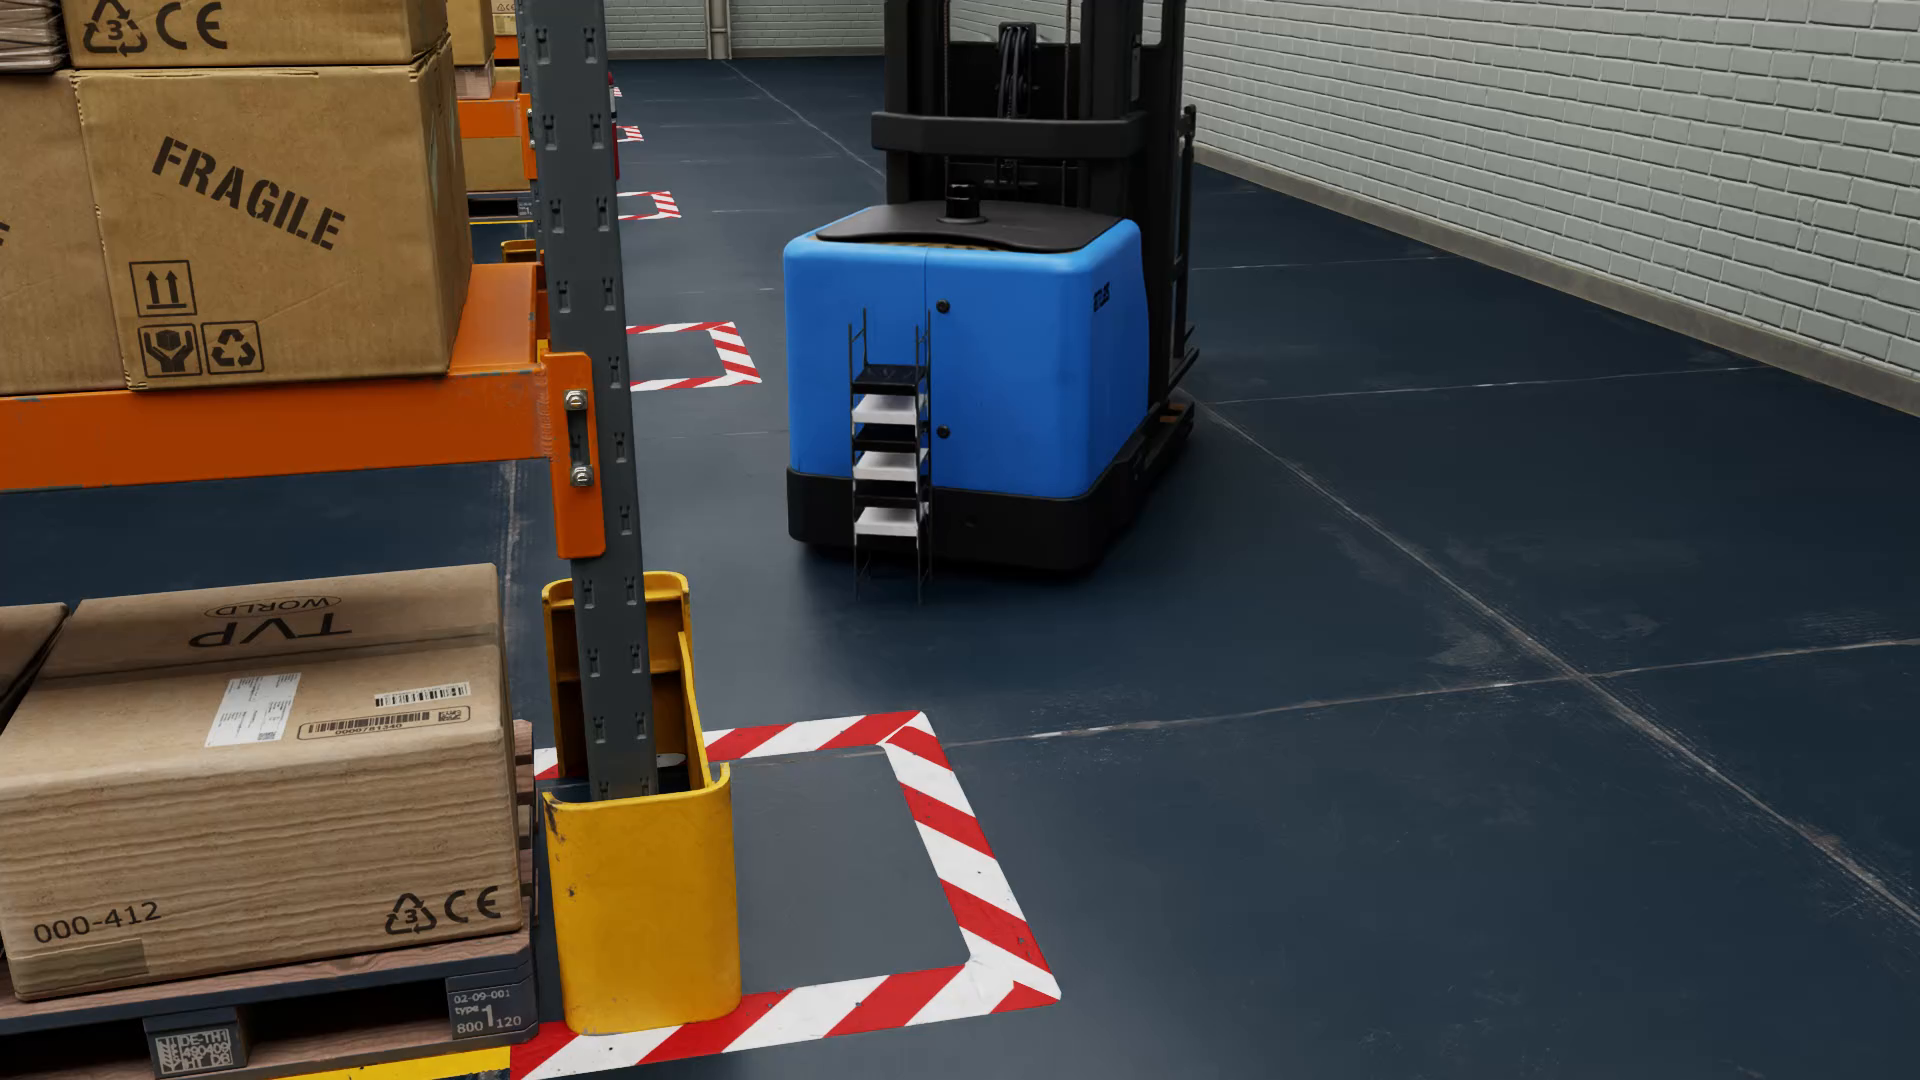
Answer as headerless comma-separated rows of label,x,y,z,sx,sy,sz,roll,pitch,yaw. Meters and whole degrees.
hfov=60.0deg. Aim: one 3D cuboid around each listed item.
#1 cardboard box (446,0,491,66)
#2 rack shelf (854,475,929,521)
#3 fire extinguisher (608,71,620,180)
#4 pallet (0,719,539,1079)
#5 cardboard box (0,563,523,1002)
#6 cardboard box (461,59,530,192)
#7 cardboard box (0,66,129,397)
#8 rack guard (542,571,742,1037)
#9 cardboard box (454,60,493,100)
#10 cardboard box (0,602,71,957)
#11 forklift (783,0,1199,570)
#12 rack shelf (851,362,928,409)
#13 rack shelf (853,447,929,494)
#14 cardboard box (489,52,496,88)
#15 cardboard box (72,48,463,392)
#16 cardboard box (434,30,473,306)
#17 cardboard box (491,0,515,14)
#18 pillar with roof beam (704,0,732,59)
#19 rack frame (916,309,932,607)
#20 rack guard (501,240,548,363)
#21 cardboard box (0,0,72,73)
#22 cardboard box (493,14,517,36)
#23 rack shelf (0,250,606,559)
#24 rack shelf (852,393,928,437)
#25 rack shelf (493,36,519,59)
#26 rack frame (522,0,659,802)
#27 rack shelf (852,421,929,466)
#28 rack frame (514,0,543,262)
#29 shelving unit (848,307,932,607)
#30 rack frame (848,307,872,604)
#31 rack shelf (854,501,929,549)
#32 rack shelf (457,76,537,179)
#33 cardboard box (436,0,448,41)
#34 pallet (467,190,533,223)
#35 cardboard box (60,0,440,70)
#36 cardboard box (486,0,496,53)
cardboard box,-2.363,-2.369,7.342,0.500,0.500,0.500,-4,21,-11
rack shelf,-0.212,-0.140,5.248,0.200,0.077,0.258,3,20,8
fire extinguisher,-1.633,-1.958,7.452,0.183,0.674,0.296,-5,21,-12
pallet,-1.507,0.744,3.476,1.213,0.211,1.003,-5,21,-12
cardboard box,-1.367,0.437,3.375,0.875,0.438,0.875,-5,21,-14
cardboard box,-3.632,-3.094,12.378,0.875,0.875,0.875,-5,21,-12
cardboard box,-1.648,-0.540,2.783,0.500,0.500,0.500,-5,21,-14
rack guard,-0.724,0.517,3.676,0.348,0.500,1.175,-5,21,-12
cardboard box,-2.237,-2.065,7.457,0.250,0.149,0.380,-5,21,-12
cardboard box,-2.255,0.512,3.170,0.875,0.438,0.875,-4,21,-11
forklift,0.346,-1.752,6.338,1.130,2.935,3.031,6,21,16
rack shelf,-0.212,-0.479,5.125,0.200,0.077,0.258,3,20,8
rack shelf,-0.212,-0.225,5.217,0.200,0.077,0.258,3,20,8
cardboard box,-2.375,-2.270,8.015,0.250,0.149,0.380,-5,21,-13
cardboard box,-1.156,-0.575,2.878,0.500,0.500,0.500,-5,21,-12
cardboard box,-1.280,-0.760,3.382,0.500,0.500,0.500,-5,21,-13
cardboard box,-3.438,-3.914,11.924,0.500,0.250,0.500,-5,21,-13
pillar with roof beam,-3.028,-10.825,22.283,0.400,9.000,9.100,-5,21,-12
rack frame,-0.111,-0.251,5.192,0.006,0.900,0.240,3,20,8
rack guard,-2.059,-1.124,8.156,0.348,0.500,1.175,-5,21,-12
cardboard box,-1.664,-1.002,2.590,0.500,0.500,0.500,-5,21,-12
cardboard box,-3.298,-3.716,11.962,0.250,0.149,0.380,-4,21,-11
rack shelf,-2.694,-0.159,2.932,4.000,0.370,1.077,-5,21,-12
rack shelf,-0.212,-0.394,5.155,0.200,0.077,0.258,3,20,8
rack shelf,-4.974,-3.476,11.988,4.000,0.370,1.077,-5,21,-12
rack frame,-0.747,-0.655,3.241,0.127,3.000,1.000,-5,21,-12
rack shelf,-0.212,-0.309,5.186,0.200,0.077,0.258,3,20,8
rack frame,-1.985,-2.304,7.742,0.127,3.000,1.000,-5,21,-12
shelving unit,-0.212,-0.256,5.206,0.210,0.900,0.258,3,20,8
rack frame,-0.312,-0.261,5.220,0.006,0.900,0.240,3,20,8
rack shelf,-0.212,-0.056,5.279,0.200,0.077,0.258,3,20,8
rack shelf,-3.931,-1.808,7.434,4.000,0.370,1.077,-5,21,-12
cardboard box,-1.280,-1.228,3.208,0.500,0.500,0.500,-5,21,-14
pallet,-3.788,-2.573,12.532,1.213,0.211,1.003,-5,21,-12
cardboard box,-1.162,-1.053,2.730,0.500,0.500,0.500,-4,20,-11
cardboard box,-2.485,-2.547,7.829,0.500,0.500,0.500,-4,20,-10
